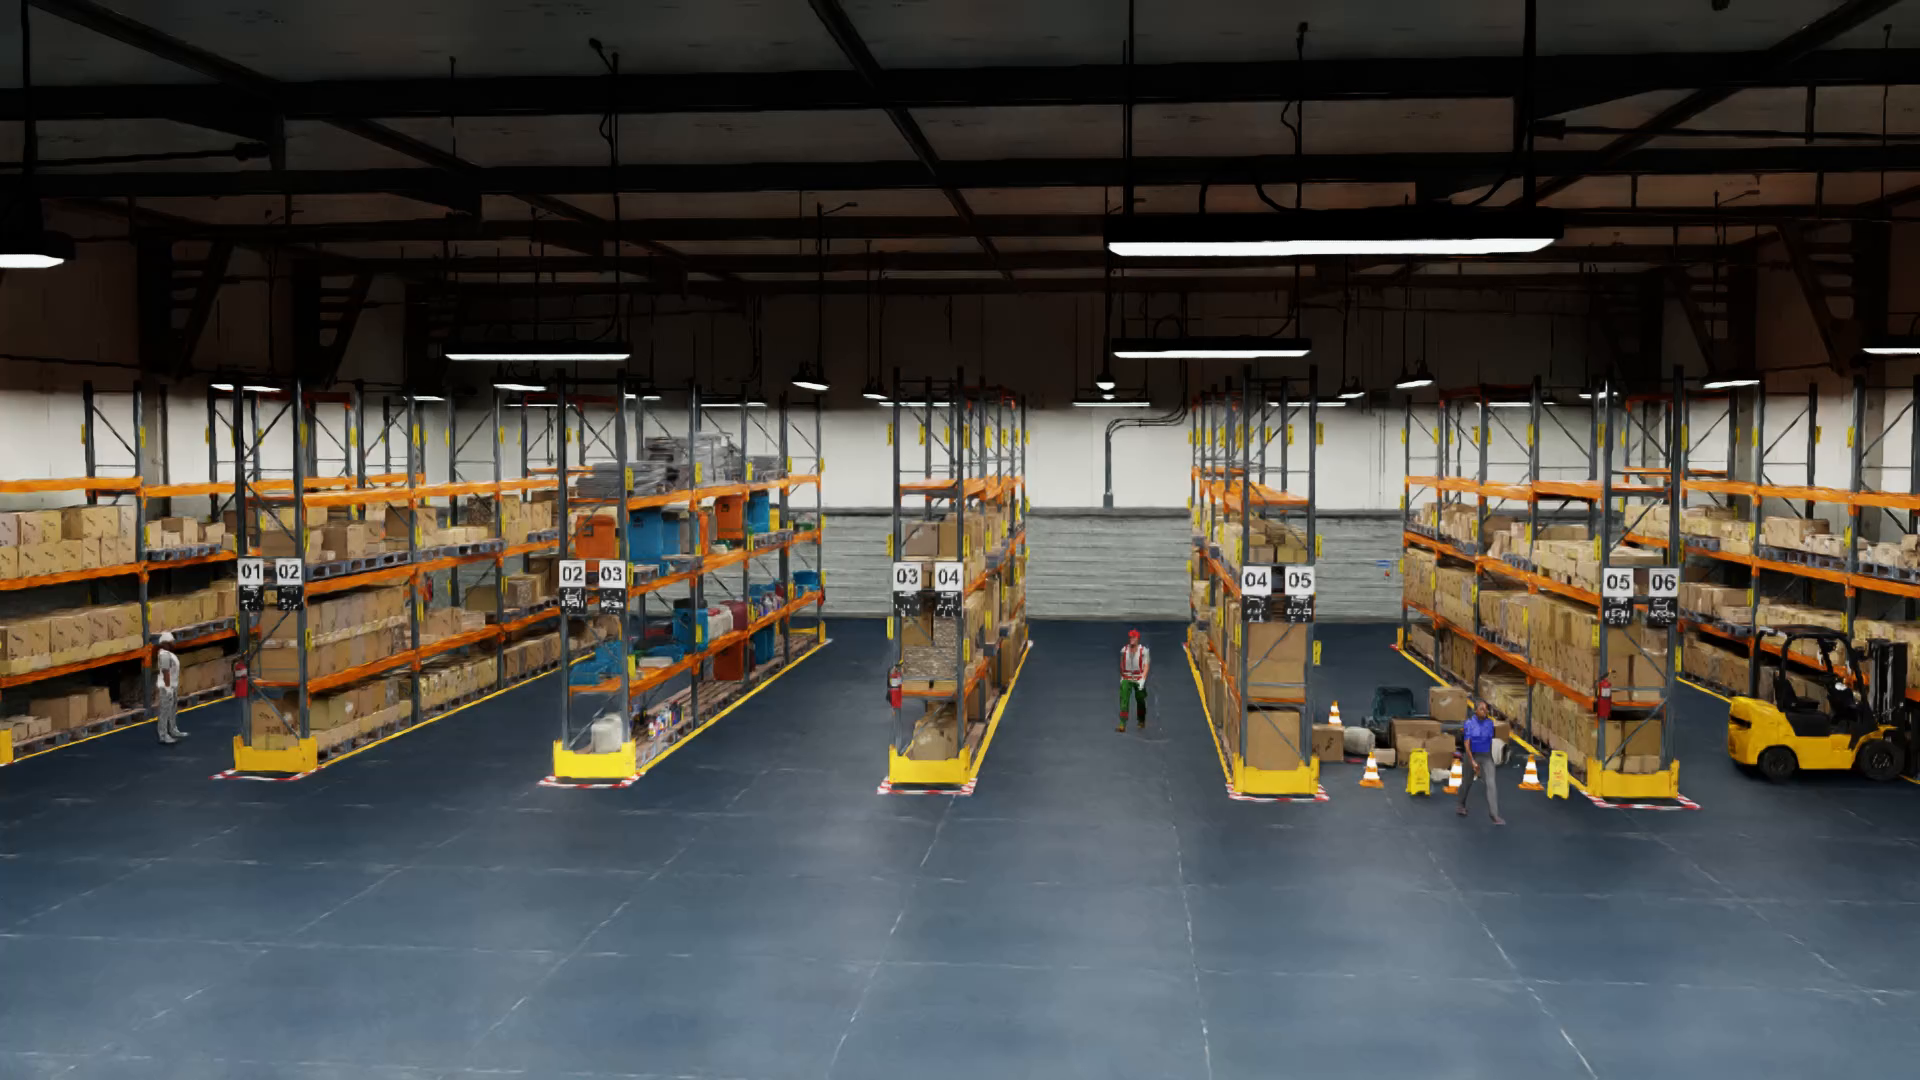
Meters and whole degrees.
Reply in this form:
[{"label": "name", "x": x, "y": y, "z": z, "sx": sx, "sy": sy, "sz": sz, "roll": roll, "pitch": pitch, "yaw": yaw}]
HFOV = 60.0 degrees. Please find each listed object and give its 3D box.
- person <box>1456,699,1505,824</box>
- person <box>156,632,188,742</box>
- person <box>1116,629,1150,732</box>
[{"label": "person", "x": 6.740, "y": 2.887, "z": 21.626, "sx": 0.443, "sy": 1.510, "sz": 0.996, "roll": 0, "pitch": 4, "yaw": -3}, {"label": "person", "x": -12.947, "y": 2.397, "z": 27.301, "sx": 0.461, "sy": 1.783, "sz": 0.615, "roll": -1, "pitch": 4, "yaw": -22}, {"label": "person", "x": 2.954, "y": 2.347, "z": 28.227, "sx": 0.534, "sy": 1.678, "sz": 1.038, "roll": 1, "pitch": 4, "yaw": 15}]
